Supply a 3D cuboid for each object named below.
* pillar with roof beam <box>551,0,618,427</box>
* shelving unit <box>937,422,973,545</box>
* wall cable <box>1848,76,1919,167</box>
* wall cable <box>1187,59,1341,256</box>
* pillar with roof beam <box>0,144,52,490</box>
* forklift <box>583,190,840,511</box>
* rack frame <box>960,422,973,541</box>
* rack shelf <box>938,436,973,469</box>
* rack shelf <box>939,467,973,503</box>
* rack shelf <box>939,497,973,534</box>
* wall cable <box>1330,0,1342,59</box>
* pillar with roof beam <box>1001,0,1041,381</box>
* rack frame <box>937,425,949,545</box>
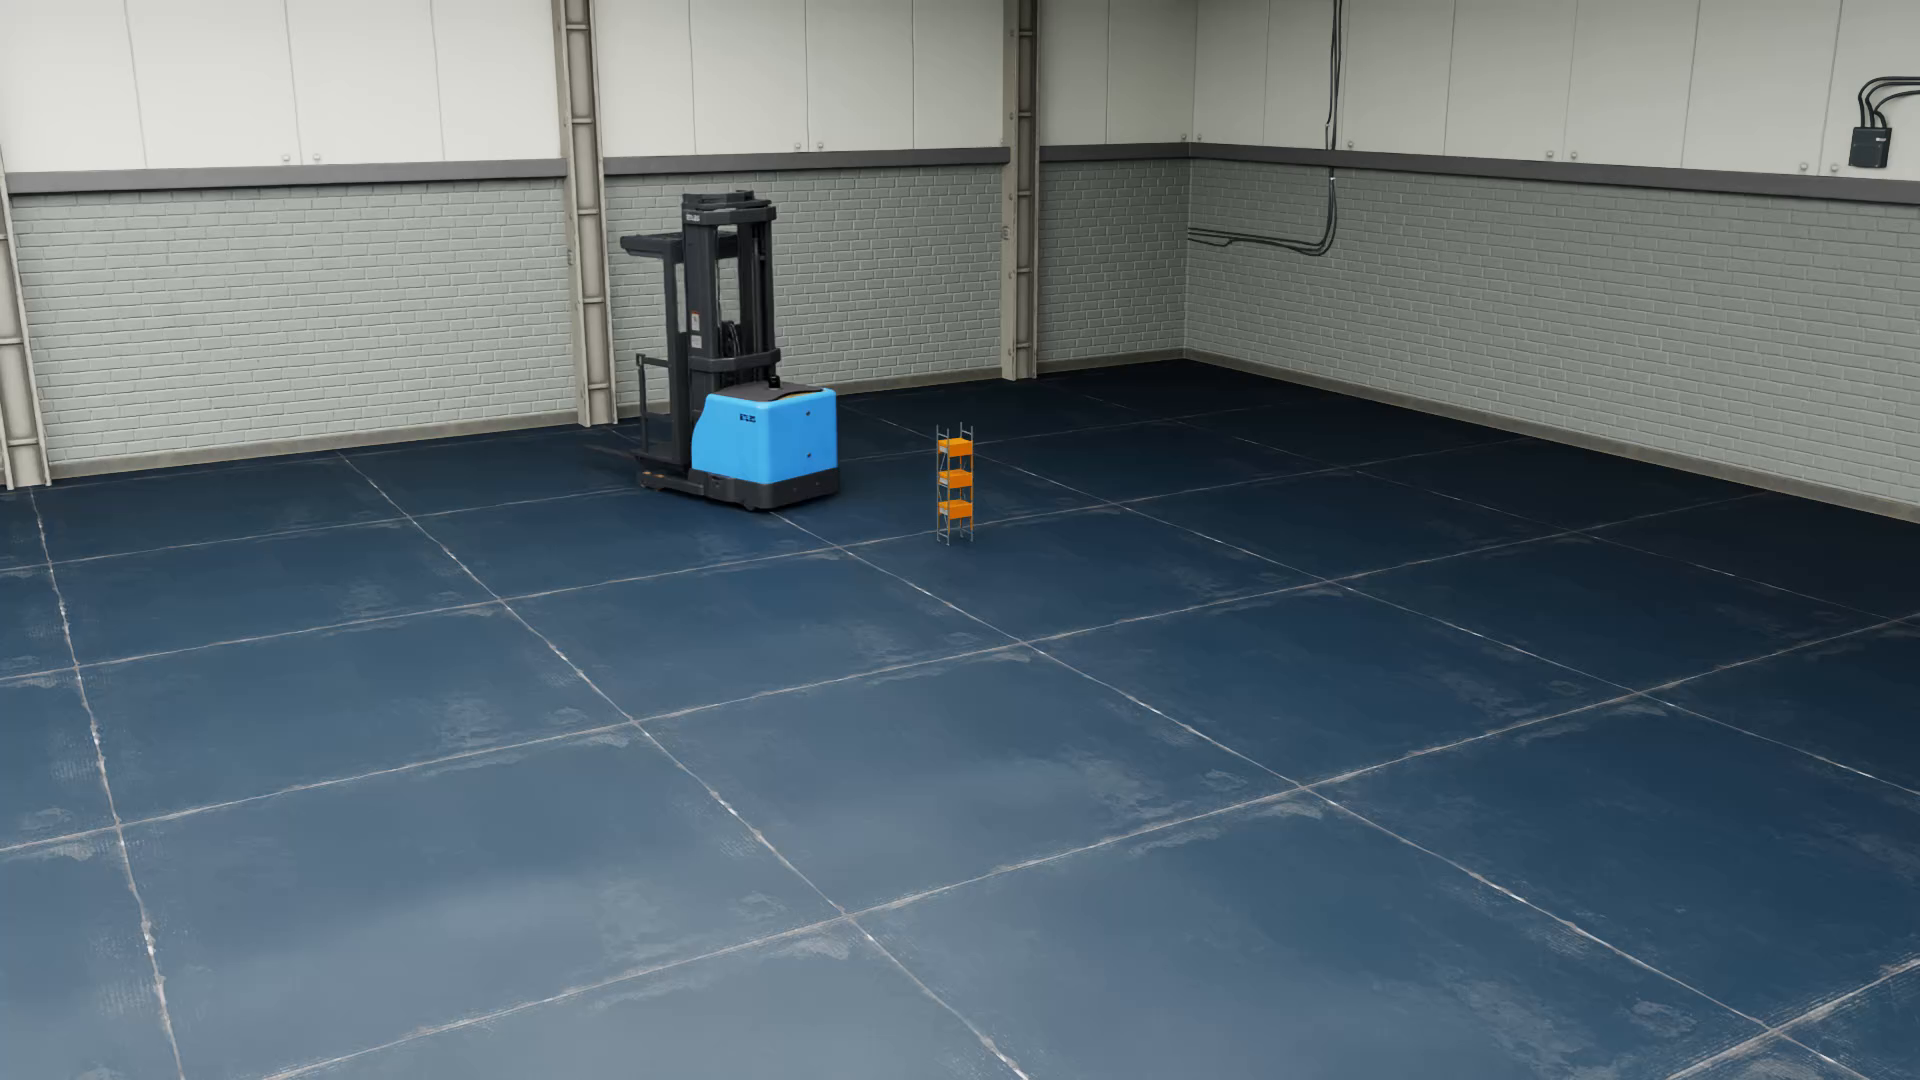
[{"bbox_3d":[-2.118,-4.737,15.138,0.400,9.000,9.100,-9,18,-30],"label":"pillar with roof beam"},{"bbox_3d":[-0.046,-0.498,14.742,0.252,1.050,0.215,-9,18,-30],"label":"shelving unit"},{"bbox_3d":[8.890,-6.110,13.734,0.169,6.003,2.305,-9,18,-30],"label":"wall cable"},{"bbox_3d":[4.014,-5.176,22.455,0.112,2.526,3.097,-9,18,-30],"label":"wall cable"},{"bbox_3d":[-7.261,-3.903,12.163,0.400,9.000,9.100,-9,18,-30],"label":"pillar with roof beam"},{"bbox_3d":[-2.635,-1.997,16.604,3.031,2.935,1.130,13,20,39],"label":"forklift"},{"bbox_3d":[0.059,-0.515,14.802,0.008,1.050,0.200,-9,18,-30],"label":"rack frame"},{"bbox_3d":[-0.046,-0.761,14.668,0.240,0.259,0.215,-9,18,-30],"label":"rack shelf"},{"bbox_3d":[-0.046,-0.488,14.744,0.240,0.259,0.215,-9,18,-30],"label":"rack shelf"},{"bbox_3d":[-0.046,-0.220,14.819,0.240,0.259,0.215,-9,18,-30],"label":"rack shelf"},{"bbox_3d":[5.408,-6.982,19.541,0.112,2.526,3.097,-9,18,-30],"label":"wall cable"},{"bbox_3d":[3.025,-5.572,18.114,0.400,9.000,9.100,-9,18,-30],"label":"pillar with roof beam"},{"bbox_3d":[-0.150,-0.481,14.681,0.008,1.050,0.200,-9,18,-30],"label":"rack frame"}]
